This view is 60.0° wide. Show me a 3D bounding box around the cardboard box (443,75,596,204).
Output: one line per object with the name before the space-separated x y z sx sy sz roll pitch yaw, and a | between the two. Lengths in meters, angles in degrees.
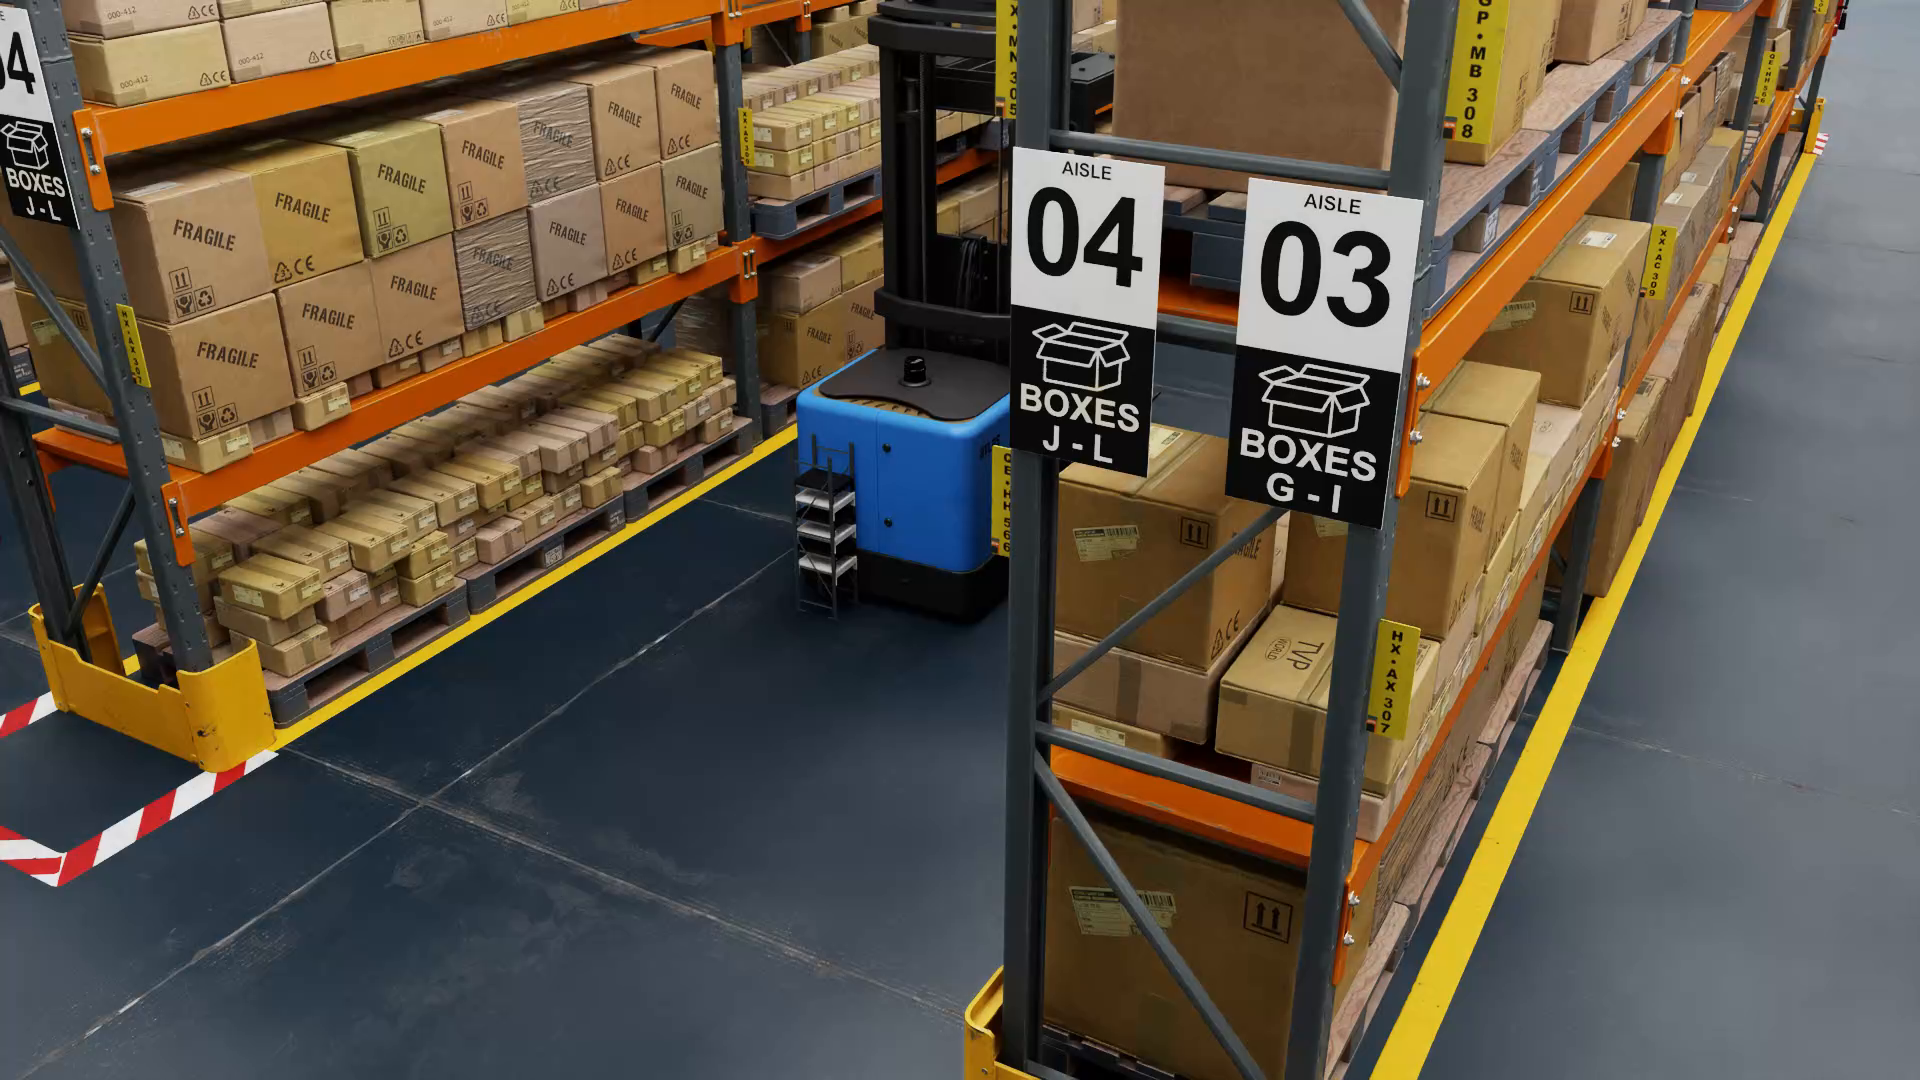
cardboard box | -2.213 -2.025 8.383 0.500 0.500 0.500 15 30 27

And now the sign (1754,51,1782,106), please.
sign | 5.018 -2.866 10.330 0.100 0.325 0.005 14 30 26

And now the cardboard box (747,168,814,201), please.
cardboard box | -1.109 -2.169 10.044 0.380 0.149 0.250 13 29 24

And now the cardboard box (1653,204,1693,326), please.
cardboard box | 3.502 -1.470 8.724 0.500 0.500 0.500 13 30 25

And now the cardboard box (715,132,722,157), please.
cardboard box | -1.680 -2.449 10.270 0.380 0.149 0.250 15 30 28

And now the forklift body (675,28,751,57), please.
forklift body | -3.828 -7.340 21.510 2.313 2.155 1.214 14 30 26

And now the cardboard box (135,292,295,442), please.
cardboard box | -3.210 -0.775 7.002 0.500 0.500 0.500 16 31 28

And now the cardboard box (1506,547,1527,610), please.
cardboard box | 1.815 0.096 5.988 0.380 0.149 0.250 13 30 25

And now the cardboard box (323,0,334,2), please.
cardboard box | -2.714 -2.492 7.136 0.500 0.250 0.500 15 30 27

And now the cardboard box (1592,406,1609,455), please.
cardboard box | 2.574 -0.506 7.191 0.380 0.149 0.250 15 30 27

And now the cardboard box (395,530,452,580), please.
cardboard box | -2.742 0.038 8.206 0.380 0.149 0.250 15 30 28

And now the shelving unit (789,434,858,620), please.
shelving unit | -0.681 -0.061 8.366 0.258 0.900 0.210 13 30 25

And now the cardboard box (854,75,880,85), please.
cardboard box | -0.474 -2.939 10.918 0.380 0.149 0.250 15 30 28

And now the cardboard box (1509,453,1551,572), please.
cardboard box | 1.821 -0.148 6.030 0.500 0.250 0.500 14 30 25

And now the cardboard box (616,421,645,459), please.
cardboard box | -2.029 -0.602 9.485 0.380 0.149 0.250 14 30 27

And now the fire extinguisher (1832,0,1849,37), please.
fire extinguisher | 8.926 -5.495 16.963 0.296 0.674 0.183 14 30 26

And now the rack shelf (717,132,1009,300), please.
rack shelf | -0.720 -2.499 11.696 1.077 0.370 4.000 14 30 26

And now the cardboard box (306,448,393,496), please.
cardboard box | -3.175 -0.342 8.633 0.380 0.149 0.250 15 30 28

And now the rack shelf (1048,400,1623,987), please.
rack shelf | 1.581 0.191 6.321 1.077 0.370 4.000 14 30 26

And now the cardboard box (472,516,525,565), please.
cardboard box | -2.499 -0.022 8.658 0.380 0.149 0.250 13 29 24

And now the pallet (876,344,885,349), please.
pallet | -0.723 -1.576 12.162 1.003 0.211 1.213 14 30 26

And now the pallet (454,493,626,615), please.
pallet | -2.602 -0.048 9.110 1.003 0.211 1.213 14 30 26

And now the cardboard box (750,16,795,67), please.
cardboard box | -2.070 -5.793 19.237 0.500 0.500 0.500 14 30 25

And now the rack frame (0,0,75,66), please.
rack frame | -3.671 -3.165 5.520 1.000 3.000 0.127 14 30 26

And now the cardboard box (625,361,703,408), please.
cardboard box | -1.743 -0.916 9.781 0.380 0.149 0.250 15 30 27

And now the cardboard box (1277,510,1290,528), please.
cardboard box | 1.105 -0.060 5.855 0.500 0.250 0.500 13 29 24

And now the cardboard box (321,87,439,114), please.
cardboard box | -2.908 -1.950 8.233 0.500 0.500 0.500 13 29 24

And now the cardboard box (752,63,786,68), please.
cardboard box | -2.071 -5.458 19.405 0.500 0.250 0.500 16 31 28

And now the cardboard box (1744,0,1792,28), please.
cardboard box | 5.988 -4.205 13.160 1.000 1.000 1.000 14 30 26

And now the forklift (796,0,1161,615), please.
forklift | 0.295 -1.560 9.092 1.130 2.935 3.031 13 30 25

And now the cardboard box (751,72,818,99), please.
cardboard box | -1.163 -2.985 11.009 0.380 0.149 0.250 13 29 24

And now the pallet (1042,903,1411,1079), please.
pallet | 0.922 1.567 5.884 1.003 0.211 1.213 14 30 26

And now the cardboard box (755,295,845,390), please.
cardboard box | -1.109 -1.341 10.902 0.500 0.500 0.500 15 30 28

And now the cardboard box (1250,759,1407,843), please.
cardboard box | 1.059 0.696 4.790 0.380 0.149 0.250 15 30 27

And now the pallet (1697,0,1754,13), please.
pallet | 3.715 -3.027 8.805 1.003 0.211 1.213 16 31 28

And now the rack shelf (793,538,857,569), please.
rack shelf | -0.681 0.050 8.421 0.258 0.077 0.200 13 30 25

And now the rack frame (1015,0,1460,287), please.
rack frame | 0.597 -2.034 3.260 1.000 3.000 0.127 14 30 26

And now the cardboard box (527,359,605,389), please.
cardboard box | -2.322 -0.928 9.804 0.380 0.149 0.250 14 30 25

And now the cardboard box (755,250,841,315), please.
cardboard box | -1.110 -1.677 10.734 0.500 0.250 0.500 13 29 24

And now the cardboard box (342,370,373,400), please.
cardboard box | -2.950 -0.757 7.692 0.380 0.149 0.250 16 31 28

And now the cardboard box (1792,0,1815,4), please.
cardboard box | 6.943 -4.772 13.871 0.500 0.500 0.500 14 30 26

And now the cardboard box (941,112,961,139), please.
cardboard box | -0.214 -2.884 11.471 0.380 0.149 0.250 15 30 28

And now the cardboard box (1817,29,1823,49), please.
cardboard box | 7.861 -4.710 15.589 0.380 0.149 0.250 14 30 26

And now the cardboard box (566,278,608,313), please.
cardboard box | -2.111 -1.344 8.864 0.380 0.149 0.250 13 29 24

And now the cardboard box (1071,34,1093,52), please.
cardboard box | 0.720 -3.761 13.300 0.500 0.500 0.500 15 30 27

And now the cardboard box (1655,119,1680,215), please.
cardboard box | 3.220 -1.919 8.500 0.797 0.503 0.637 15 30 27

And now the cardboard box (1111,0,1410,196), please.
cardboard box | 0.806 -1.184 4.221 0.700 0.500 0.500 12 29 23

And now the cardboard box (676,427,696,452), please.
cardboard box | -1.801 -0.644 9.901 0.380 0.149 0.250 15 30 28

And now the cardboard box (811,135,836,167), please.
cardboard box | -0.984 -2.404 10.180 0.380 0.149 0.250 14 30 25

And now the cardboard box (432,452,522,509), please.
cardboard box | -2.488 -0.308 8.566 0.380 0.149 0.250 15 30 27

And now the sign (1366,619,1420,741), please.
sign | 1.077 0.351 4.142 0.100 0.325 0.005 14 30 26

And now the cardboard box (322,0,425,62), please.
cardboard box | -2.723 -2.284 7.277 0.500 0.250 0.500 13 29 24

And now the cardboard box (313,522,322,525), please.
cardboard box | -3.184 -0.082 8.447 0.380 0.149 0.250 14 30 25

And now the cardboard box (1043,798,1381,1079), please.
cardboard box | 0.842 1.144 5.518 0.875 0.875 0.875 14 30 26

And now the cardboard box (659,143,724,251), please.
cardboard box | -1.696 -1.969 9.388 0.500 0.500 0.500 14 30 26

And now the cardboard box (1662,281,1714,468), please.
cardboard box | 3.730 -1.096 9.994 1.225 0.875 0.875 14 30 26

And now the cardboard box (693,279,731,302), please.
cardboard box | -1.557 -1.793 10.966 0.500 0.250 0.500 13 30 25

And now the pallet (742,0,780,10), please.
pallet | -2.630 -5.858 17.816 1.003 0.211 1.213 14 30 26
